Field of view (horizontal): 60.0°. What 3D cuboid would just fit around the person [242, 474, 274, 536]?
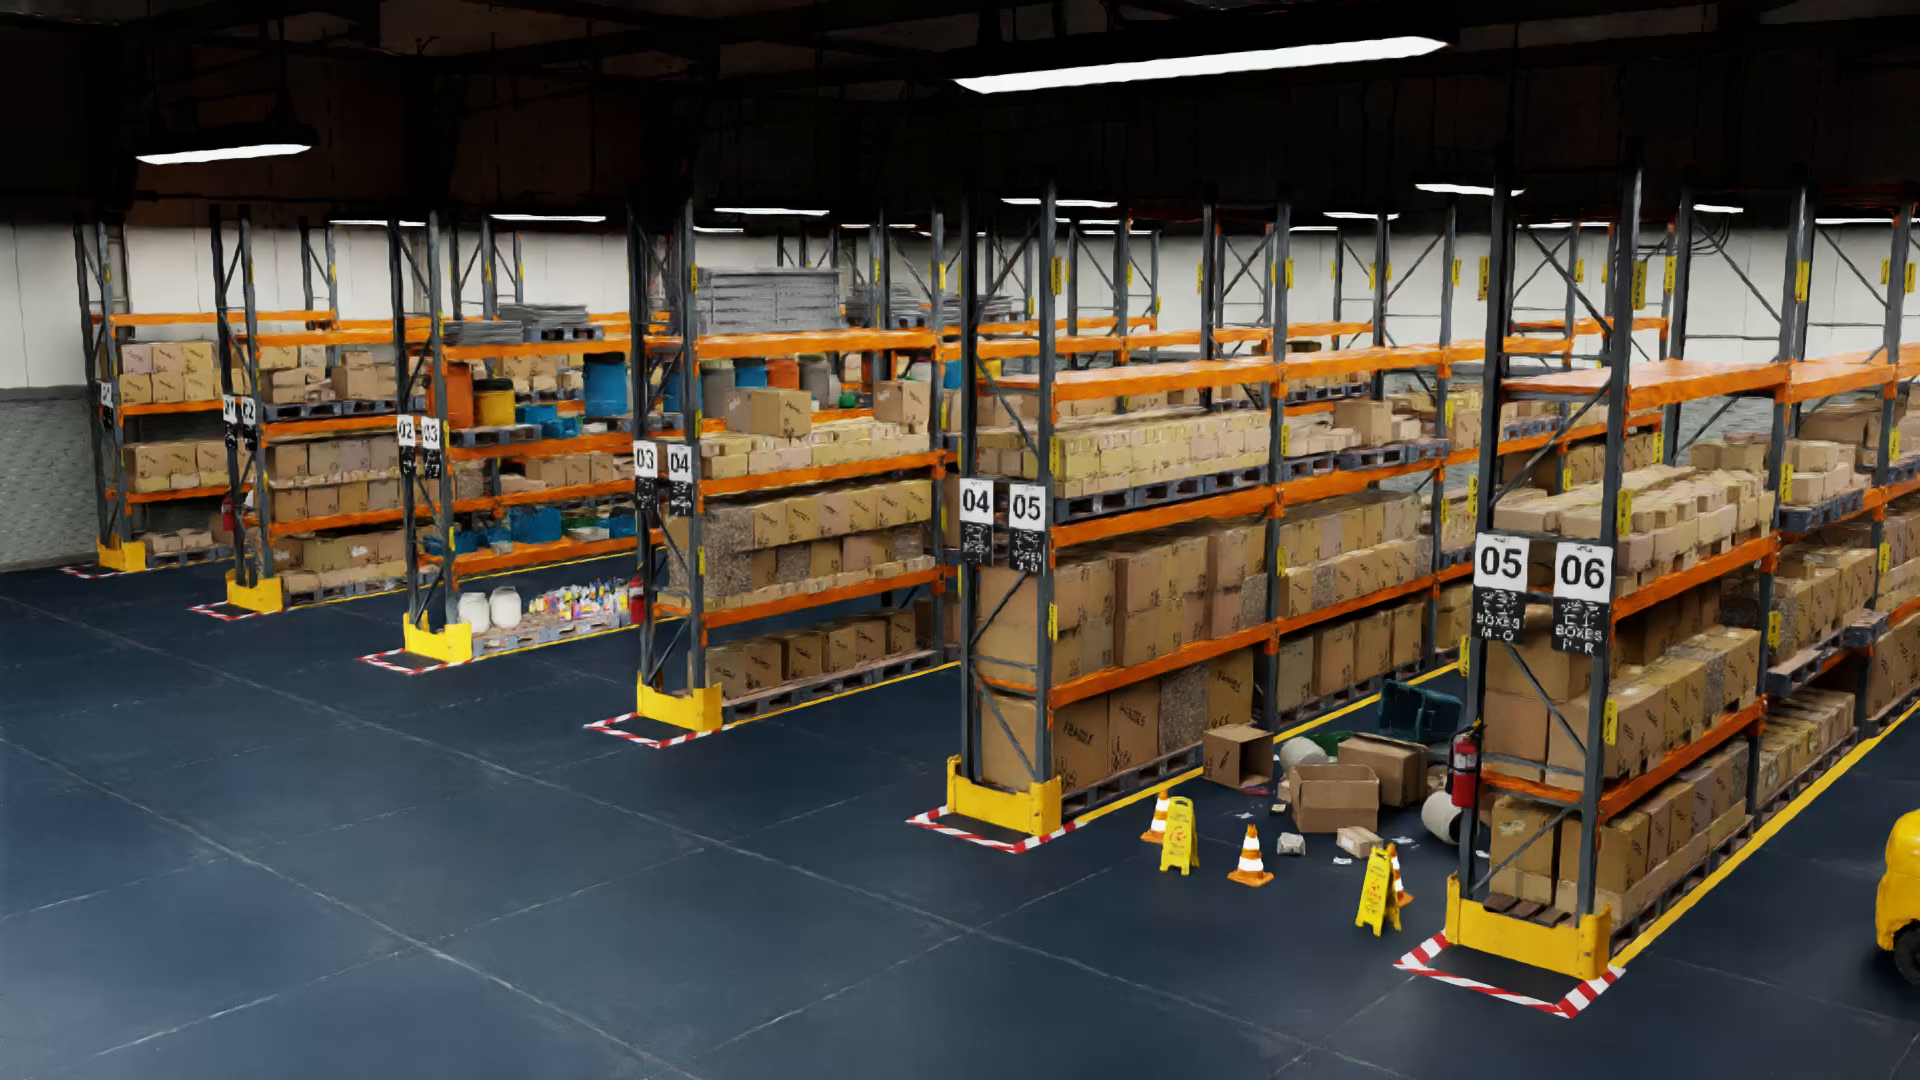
[{"bbox_3d":[-11.594,-0.287,27.798,0.713,1.698,0.809,4,10,22],"label":"person"}]

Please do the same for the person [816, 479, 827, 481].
[{"bbox_3d":[-2.079,-0.245,26.147,0.609,1.604,0.815,4,10,24],"label":"person"}]
